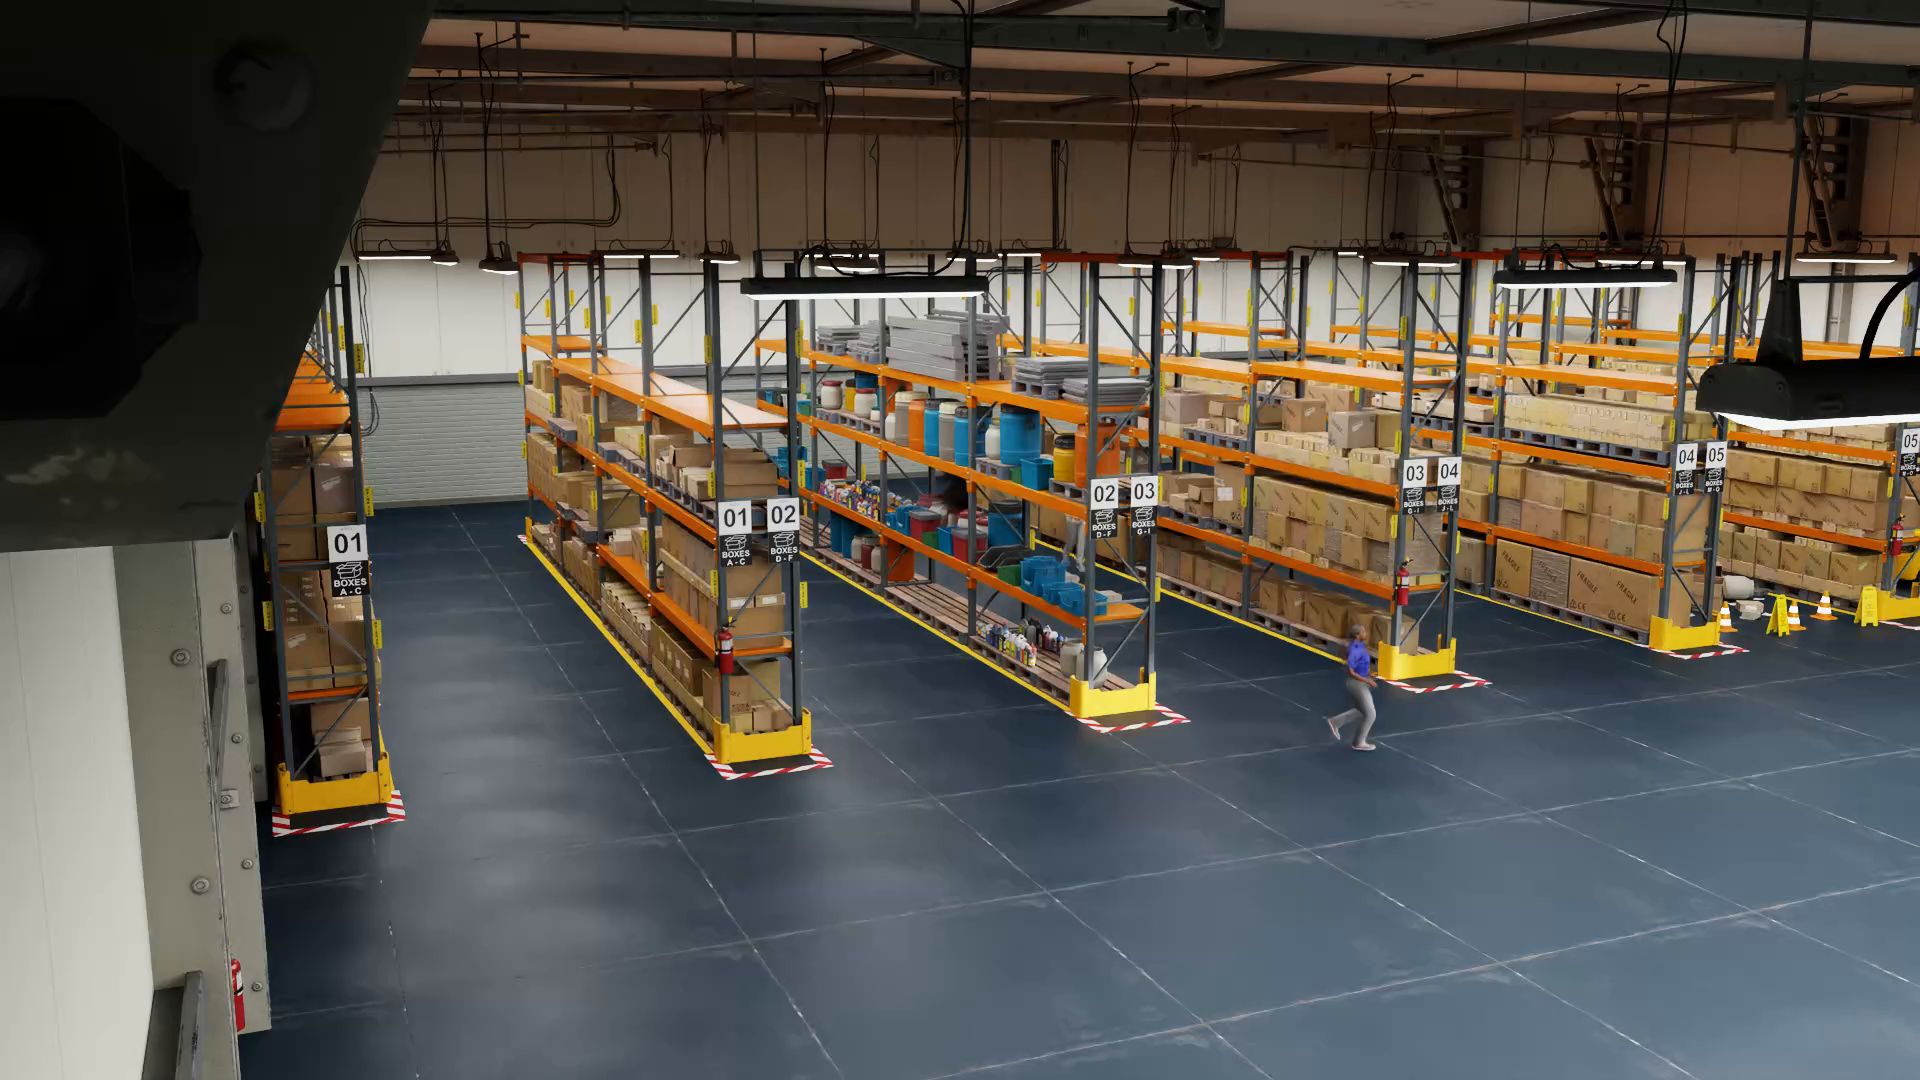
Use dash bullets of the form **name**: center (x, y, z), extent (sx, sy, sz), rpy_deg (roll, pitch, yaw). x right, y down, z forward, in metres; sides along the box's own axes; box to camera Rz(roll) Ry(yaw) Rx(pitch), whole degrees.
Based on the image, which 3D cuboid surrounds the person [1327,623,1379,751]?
- **person**: center (4.904, 1.819, 20.634), extent (0.558, 1.604, 0.575), rpy_deg (2, 11, 10)

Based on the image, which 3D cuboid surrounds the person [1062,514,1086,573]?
- **person**: center (2.147, -0.344, 30.517), extent (0.686, 1.799, 0.881), rpy_deg (-4, 11, -23)
